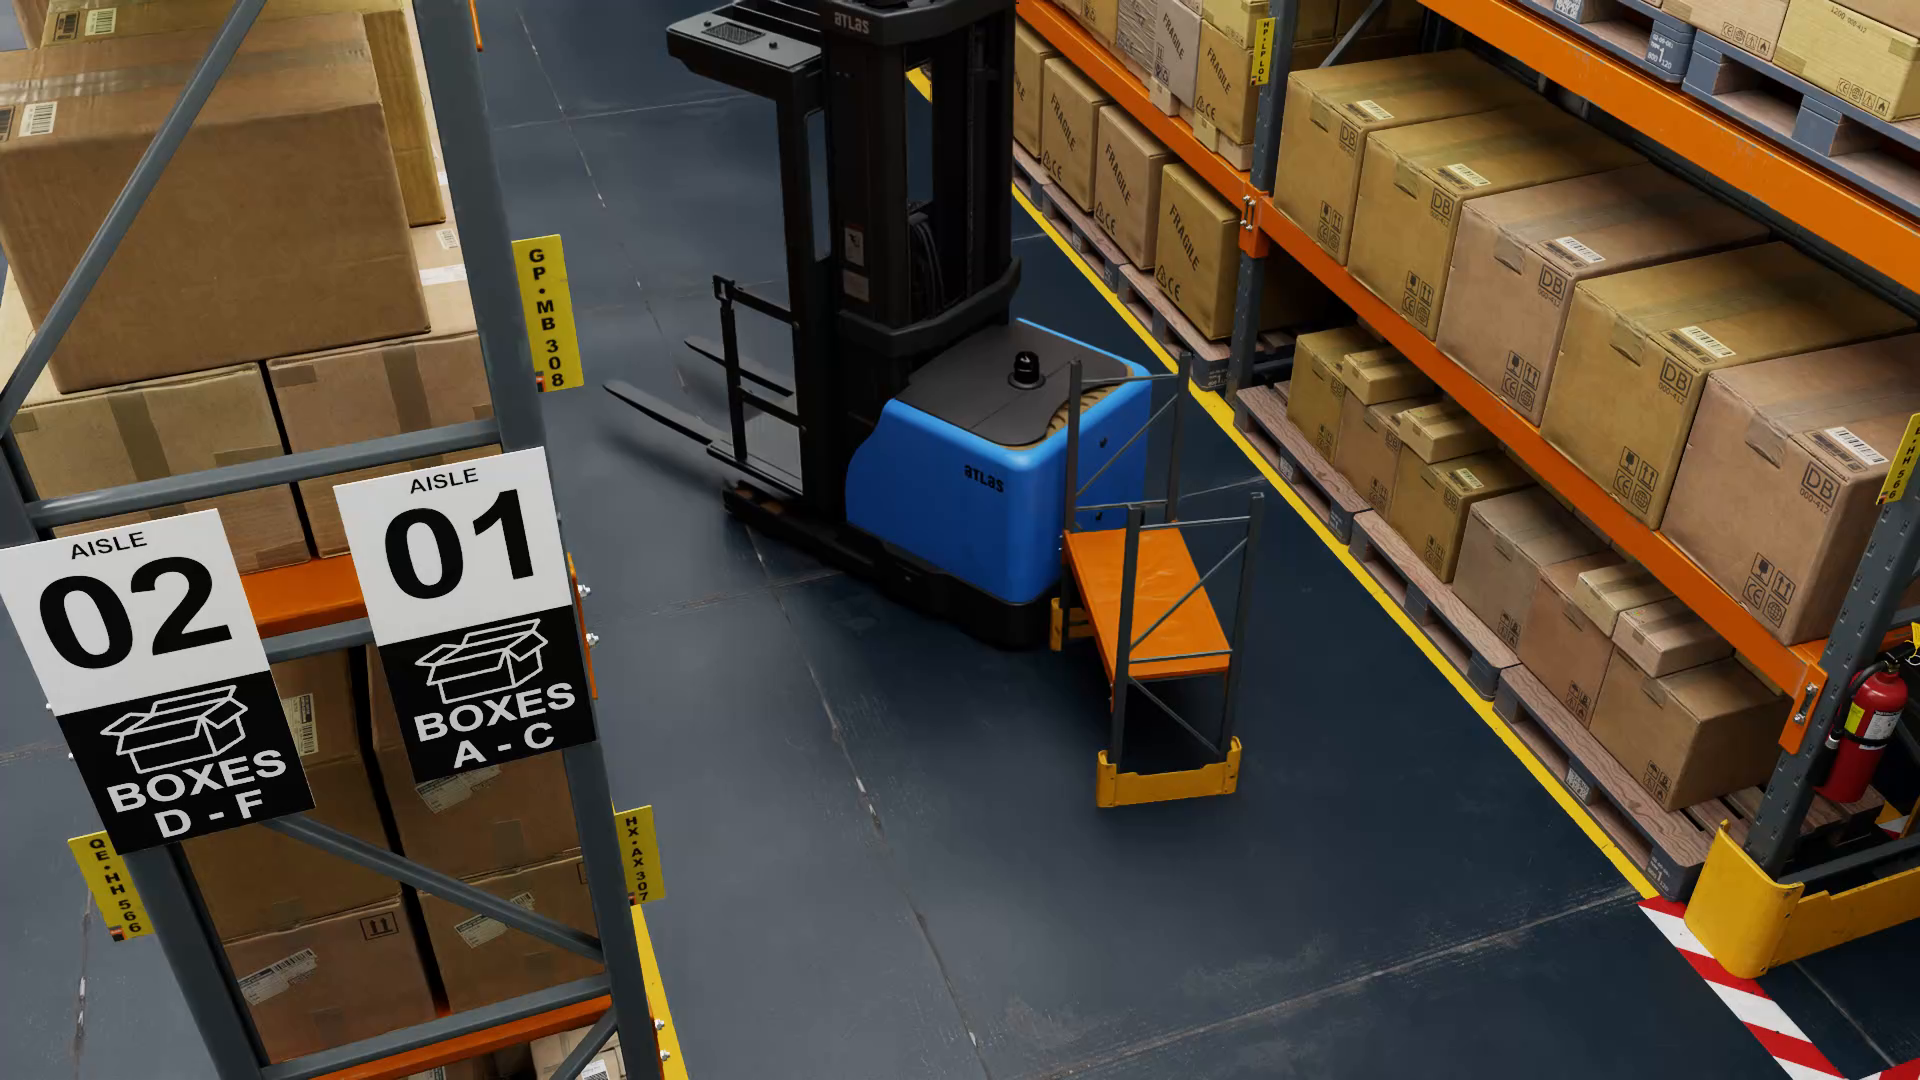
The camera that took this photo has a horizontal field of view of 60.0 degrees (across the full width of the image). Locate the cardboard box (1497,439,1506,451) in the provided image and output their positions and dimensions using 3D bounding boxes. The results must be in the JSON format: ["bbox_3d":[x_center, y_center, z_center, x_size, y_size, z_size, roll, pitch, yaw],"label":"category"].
[{"bbox_3d":[2.635,-0.572,7.766,0.380,0.149,0.250,-12,39,-15],"label":"cardboard box"}]

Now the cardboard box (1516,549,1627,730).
[{"bbox_3d":[2.846,0.380,7.041,0.700,0.500,0.500,-13,39,-16],"label":"cardboard box"}]

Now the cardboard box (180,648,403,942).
[{"bbox_3d":[-1.708,0.600,4.106,0.500,0.500,0.500,-13,39,-16],"label":"cardboard box"}]

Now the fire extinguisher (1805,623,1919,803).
[{"bbox_3d":[2.972,0.567,5.439,0.296,0.674,0.183,-12,39,-16],"label":"fire extinguisher"}]

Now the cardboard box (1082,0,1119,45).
[{"bbox_3d":[1.055,-3.281,9.826,0.500,0.500,0.500,-11,38,-15],"label":"cardboard box"}]

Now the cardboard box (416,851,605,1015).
[{"bbox_3d":[-1.201,0.889,4.554,0.500,0.500,0.500,-12,39,-15],"label":"cardboard box"}]

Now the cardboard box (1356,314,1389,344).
[{"bbox_3d":[2.275,-1.161,8.548,0.380,0.149,0.250,-13,39,-16],"label":"cardboard box"}]

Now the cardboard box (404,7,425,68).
[{"bbox_3d":[-1.740,-1.296,4.754,0.500,0.250,0.500,-12,39,-16],"label":"cardboard box"}]

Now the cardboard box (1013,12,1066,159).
[{"bbox_3d":[0.730,-3.179,11.476,0.750,0.750,0.750,-13,39,-17],"label":"cardboard box"}]

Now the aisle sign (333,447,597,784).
[{"bbox_3d":[-0.997,0.174,3.426,0.394,0.787,0.004,-12,39,-16],"label":"aisle sign"}]

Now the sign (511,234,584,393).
[{"bbox_3d":[-0.787,-0.425,3.162,0.100,0.325,0.005,-12,39,-16],"label":"sign"}]

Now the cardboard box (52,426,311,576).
[{"bbox_3d":[-1.721,-0.140,3.634,0.500,0.250,0.500,-12,39,-16],"label":"cardboard box"}]

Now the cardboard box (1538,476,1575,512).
[{"bbox_3d":[2.812,-0.283,7.383,0.380,0.149,0.250,-12,39,-15],"label":"cardboard box"}]

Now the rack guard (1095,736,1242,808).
[{"bbox_3d":[0.854,0.955,6.835,0.587,0.250,0.087,-5,37,-7],"label":"rack guard"}]

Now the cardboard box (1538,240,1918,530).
[{"bbox_3d":[2.908,-0.608,6.375,0.980,0.700,0.700,-13,39,-16],"label":"cardboard box"}]

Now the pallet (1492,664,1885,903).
[{"bbox_3d":[3.005,0.885,6.960,1.003,0.211,1.213,-12,39,-16],"label":"pallet"}]

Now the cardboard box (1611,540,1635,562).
[{"bbox_3d":[2.989,0.005,7.000,0.380,0.149,0.250,-12,39,-16],"label":"cardboard box"}]

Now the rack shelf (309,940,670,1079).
[{"bbox_3d":[-1.985,0.392,5.895,1.077,0.370,4.000,-12,39,-16],"label":"rack shelf"}]

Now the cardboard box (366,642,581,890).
[{"bbox_3d":[-1.201,0.490,4.253,0.500,0.500,0.500,-11,38,-15],"label":"cardboard box"}]

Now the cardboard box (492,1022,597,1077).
[{"bbox_3d":[-1.389,1.509,5.734,0.500,0.250,0.500,-12,39,-16],"label":"cardboard box"}]

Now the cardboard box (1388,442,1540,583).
[{"bbox_3d":[2.482,-0.204,7.816,0.700,0.500,0.500,-12,39,-15],"label":"cardboard box"}]

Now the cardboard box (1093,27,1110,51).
[{"bbox_3d":[1.034,-3.122,10.154,0.380,0.149,0.250,-12,39,-16],"label":"cardboard box"}]

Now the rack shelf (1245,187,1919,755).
[{"bbox_3d":[2.665,-0.636,7.259,1.077,0.370,4.000,-12,39,-16],"label":"rack shelf"}]

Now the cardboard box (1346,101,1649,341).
[{"bbox_3d":[2.394,-1.450,7.492,0.980,0.700,0.700,-13,39,-17],"label":"cardboard box"}]

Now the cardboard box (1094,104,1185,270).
[{"bbox_3d":[1.323,-2.204,10.181,0.750,0.750,0.750,-11,38,-15],"label":"cardboard box"}]

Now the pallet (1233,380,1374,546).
[{"bbox_3d":[2.165,-0.493,8.790,1.003,0.211,1.213,-12,39,-16],"label":"pallet"}]

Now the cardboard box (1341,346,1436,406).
[{"bbox_3d":[2.085,-0.807,8.077,0.380,0.149,0.250,-11,38,-14],"label":"cardboard box"}]

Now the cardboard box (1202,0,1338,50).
[{"bbox_3d":[1.576,-2.730,8.472,0.500,0.250,0.500,-12,38,-15],"label":"cardboard box"}]

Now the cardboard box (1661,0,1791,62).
[{"bbox_3d":[2.672,-1.792,5.396,0.500,0.250,0.500,-14,39,-18],"label":"cardboard box"}]

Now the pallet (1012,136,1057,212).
[{"bbox_3d":[0.801,-2.738,11.770,1.003,0.211,1.213,-12,39,-16],"label":"pallet"}]

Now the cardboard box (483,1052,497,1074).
[{"bbox_3d":[-1.770,1.687,5.567,0.380,0.166,0.250,-12,39,-16],"label":"cardboard box"}]

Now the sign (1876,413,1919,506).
[{"bbox_3d":[2.839,-0.246,4.985,0.100,0.325,0.005,-12,39,-16],"label":"sign"}]

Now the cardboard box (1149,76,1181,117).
[{"bbox_3d":[1.293,-2.523,9.360,0.380,0.149,0.250,-12,39,-16],"label":"cardboard box"}]

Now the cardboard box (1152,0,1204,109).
[{"bbox_3d":[1.397,-2.715,9.074,0.500,0.500,0.500,-12,39,-16],"label":"cardboard box"}]

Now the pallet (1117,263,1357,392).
[{"bbox_3d":[1.641,-1.360,9.940,1.003,0.211,1.213,-12,39,-16],"label":"pallet"}]

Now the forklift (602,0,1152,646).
[{"bbox_3d":[-0.570,-1.426,7.767,3.031,2.935,1.130,26,44,30],"label":"forklift"}]

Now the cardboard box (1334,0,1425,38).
[{"bbox_3d":[2.063,-2.833,8.608,0.500,0.250,0.500,-11,38,-15],"label":"cardboard box"}]

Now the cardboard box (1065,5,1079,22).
[{"bbox_3d":[0.887,-3.413,10.541,0.380,0.149,0.250,-12,39,-15],"label":"cardboard box"}]

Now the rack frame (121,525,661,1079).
[{"bbox_3d":[-1.296,1.234,4.179,1.000,3.000,0.127,-12,39,-16],"label":"rack frame"}]

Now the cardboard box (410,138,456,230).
[{"bbox_3d":[-1.394,-0.732,4.005,0.500,0.250,0.500,-12,39,-16],"label":"cardboard box"}]

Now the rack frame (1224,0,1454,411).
[{"bbox_3d":[1.977,-2.053,8.543,1.000,3.000,0.127,-12,39,-16],"label":"rack frame"}]

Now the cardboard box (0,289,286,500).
[{"bbox_3d":[-1.713,-0.341,3.486,0.500,0.250,0.500,-12,39,-16],"label":"cardboard box"}]

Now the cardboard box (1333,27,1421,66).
[{"bbox_3d":[2.055,-2.532,8.832,0.500,0.500,0.500,-14,39,-17],"label":"cardboard box"}]

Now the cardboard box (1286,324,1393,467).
[{"bbox_3d":[2.138,-0.779,8.580,0.700,0.500,0.500,-12,39,-15],"label":"cardboard box"}]

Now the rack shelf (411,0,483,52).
[{"bbox_3d":[-1.985,-2.003,4.091,1.077,0.370,4.000,-12,39,-16],"label":"rack shelf"}]

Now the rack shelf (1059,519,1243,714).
[{"bbox_3d":[0.778,0.298,6.967,0.538,0.185,1.000,-5,37,-7],"label":"rack shelf"}]

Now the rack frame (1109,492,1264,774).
[{"bbox_3d":[0.854,0.457,6.458,0.500,1.500,0.032,-5,37,-7],"label":"rack frame"}]

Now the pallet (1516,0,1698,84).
[{"bbox_3d":[2.665,-2.063,6.137,1.003,0.211,1.213,-12,39,-16],"label":"pallet"}]

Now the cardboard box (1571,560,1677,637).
[{"bbox_3d":[2.715,0.224,6.709,0.380,0.149,0.250,-11,38,-15],"label":"cardboard box"}]

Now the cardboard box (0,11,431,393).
[{"bbox_3d":[-1.488,-0.690,3.326,0.700,0.500,0.500,-12,39,-16],"label":"cardboard box"}]

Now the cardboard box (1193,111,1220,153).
[{"bbox_3d":[1.486,-2.231,8.971,0.380,0.149,0.250,-12,39,-15],"label":"cardboard box"}]

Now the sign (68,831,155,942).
[{"bbox_3d":[-1.824,0.749,3.598,0.100,0.325,0.005,-12,39,-16],"label":"sign"}]

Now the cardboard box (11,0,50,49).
[{"bbox_3d":[-1.854,-1.250,4.070,0.700,0.500,0.500,-12,39,-16],"label":"cardboard box"}]

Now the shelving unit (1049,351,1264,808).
[{"bbox_3d":[0.780,0.160,6.852,0.587,1.500,1.083,-5,37,-7],"label":"shelving unit"}]

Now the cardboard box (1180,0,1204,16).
[{"bbox_3d":[1.409,-3.021,8.858,0.500,0.250,0.500,-12,39,-15],"label":"cardboard box"}]

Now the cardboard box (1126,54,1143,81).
[{"bbox_3d":[1.199,-2.820,9.753,0.380,0.149,0.250,-13,39,-17],"label":"cardboard box"}]
